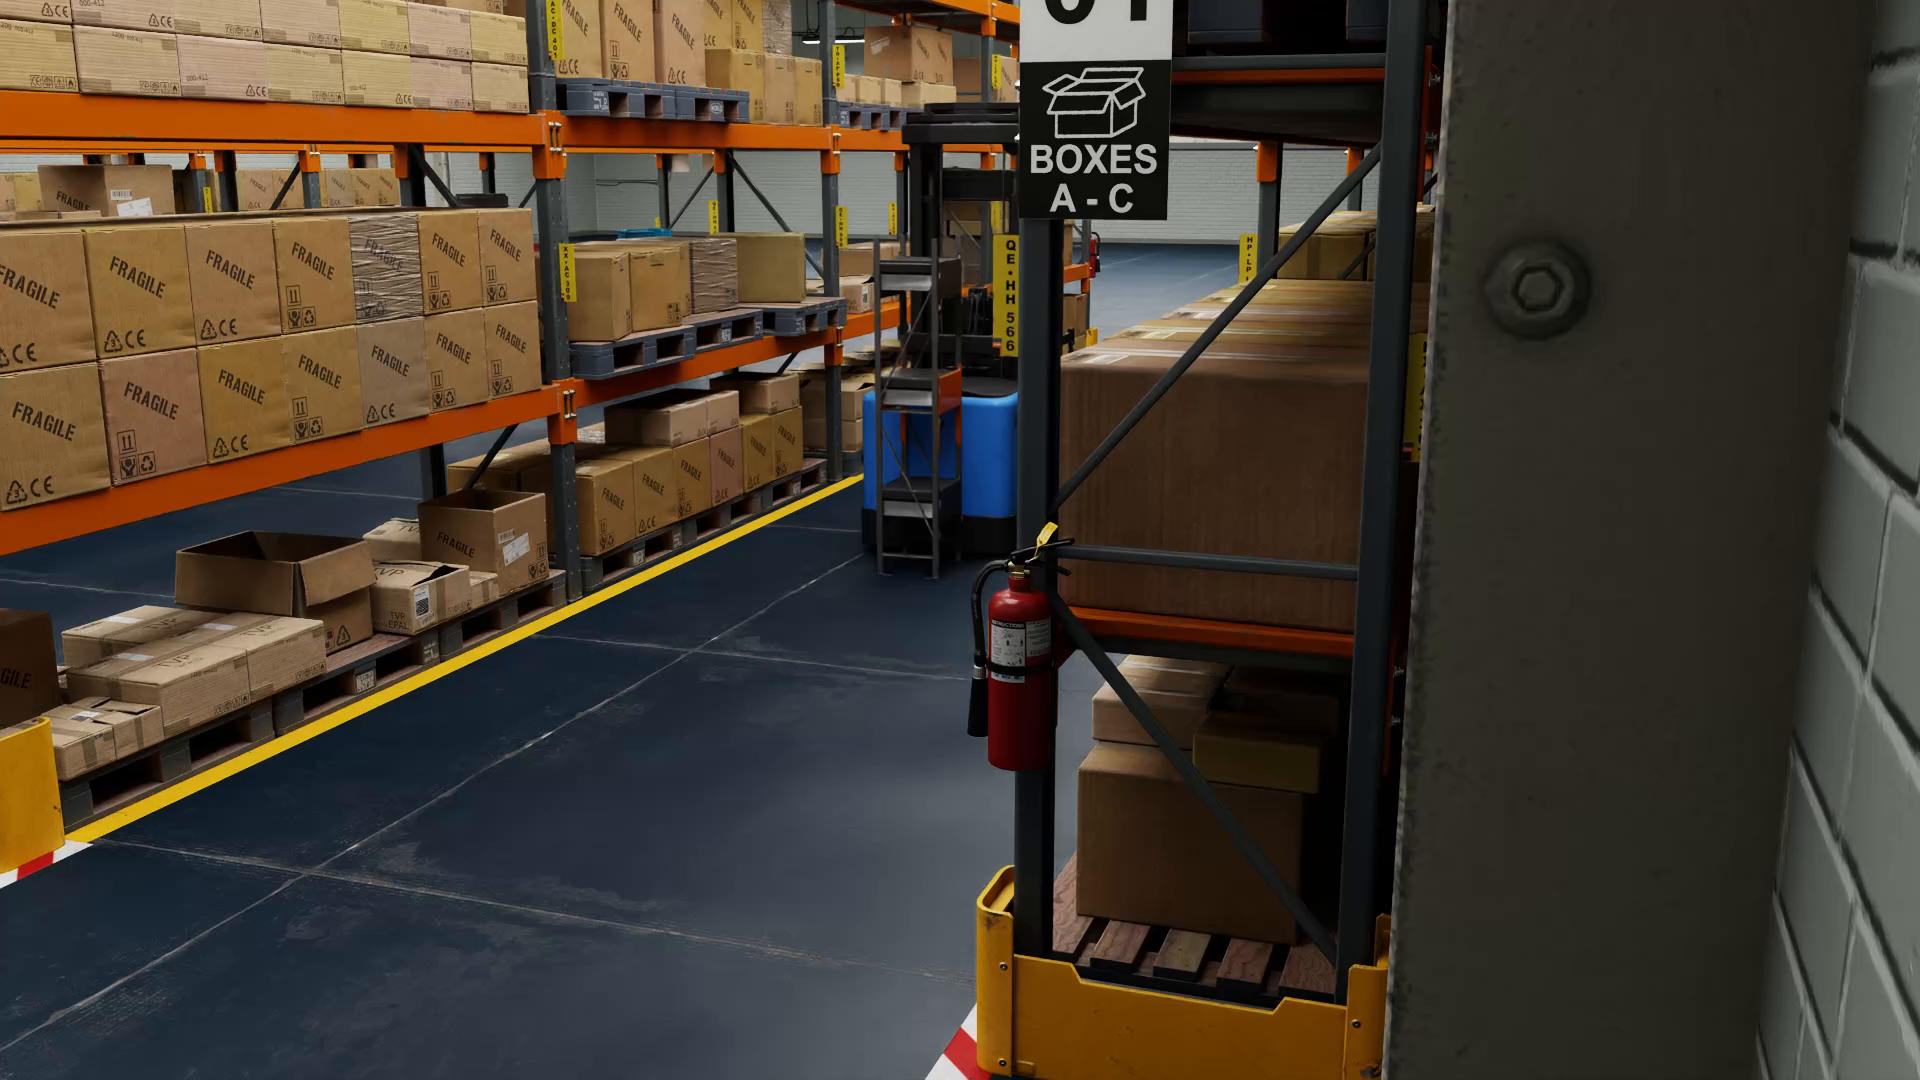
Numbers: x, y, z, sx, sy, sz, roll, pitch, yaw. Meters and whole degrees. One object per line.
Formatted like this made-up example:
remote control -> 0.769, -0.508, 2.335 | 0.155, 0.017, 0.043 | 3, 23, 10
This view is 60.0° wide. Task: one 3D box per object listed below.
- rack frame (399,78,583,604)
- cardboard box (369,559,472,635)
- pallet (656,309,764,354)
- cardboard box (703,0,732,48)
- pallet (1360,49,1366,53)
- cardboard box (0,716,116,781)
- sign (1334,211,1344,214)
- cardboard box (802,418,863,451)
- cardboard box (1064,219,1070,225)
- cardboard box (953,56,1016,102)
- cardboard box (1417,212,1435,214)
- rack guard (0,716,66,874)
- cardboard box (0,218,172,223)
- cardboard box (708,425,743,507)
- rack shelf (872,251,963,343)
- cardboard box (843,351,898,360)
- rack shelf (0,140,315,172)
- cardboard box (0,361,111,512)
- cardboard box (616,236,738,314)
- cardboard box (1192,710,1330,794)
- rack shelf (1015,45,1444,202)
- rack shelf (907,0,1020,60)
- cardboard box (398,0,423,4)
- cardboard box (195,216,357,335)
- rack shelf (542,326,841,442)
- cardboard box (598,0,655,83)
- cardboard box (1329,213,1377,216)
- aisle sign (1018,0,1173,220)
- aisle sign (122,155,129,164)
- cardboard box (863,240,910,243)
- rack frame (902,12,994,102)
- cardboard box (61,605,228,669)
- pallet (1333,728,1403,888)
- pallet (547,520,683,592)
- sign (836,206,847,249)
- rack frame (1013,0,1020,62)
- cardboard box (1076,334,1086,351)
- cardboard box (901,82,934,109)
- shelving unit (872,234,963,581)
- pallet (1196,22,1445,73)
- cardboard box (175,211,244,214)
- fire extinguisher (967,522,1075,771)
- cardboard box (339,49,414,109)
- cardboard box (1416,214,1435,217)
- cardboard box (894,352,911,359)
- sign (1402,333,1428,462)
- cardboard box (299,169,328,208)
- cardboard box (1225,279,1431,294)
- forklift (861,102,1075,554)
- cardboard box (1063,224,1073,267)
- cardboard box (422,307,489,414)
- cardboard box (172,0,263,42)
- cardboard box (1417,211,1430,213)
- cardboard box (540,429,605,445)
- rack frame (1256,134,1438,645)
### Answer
rack frame -> -2.748, -1.134, 9.706 | 1.000, 3.000, 0.127 | 4, 14, 18
cardboard box -> -2.906, 0.261, 8.649 | 0.500, 0.311, 0.500 | 4, 14, 18
pallet -> -2.078, -1.472, 11.621 | 1.003, 0.211, 1.213 | 4, 14, 18
cardboard box -> -1.931, -3.668, 11.598 | 0.500, 0.500, 0.500 | 4, 14, 18
pallet -> 1.666, -2.025, 7.071 | 1.003, 0.211, 1.213 | 4, 14, 18
cardboard box -> -3.581, 0.821, 6.562 | 0.380, 0.149, 0.250 | 4, 14, 18
sign -> 2.719, -2.183, 11.879 | 0.100, 0.325, 0.005 | 4, 14, 18
cardboard box -> -1.006, -0.929, 14.045 | 0.500, 0.250, 0.500 | 4, 14, 18
cardboard box -> 1.108, -3.876, 20.038 | 0.380, 0.149, 0.250 | 5, 14, 20
cardboard box -> 0.253, -4.689, 17.060 | 0.500, 0.500, 0.500 | 6, 14, 23
cardboard box -> 3.334, -2.075, 11.206 | 0.500, 0.250, 0.500 | 5, 14, 20
rack guard -> -4.017, 0.911, 6.364 | 1.175, 0.500, 0.348 | 4, 14, 18
cardboard box -> -3.832, -1.157, 7.337 | 0.500, 0.500, 0.500 | 5, 14, 20
cardboard box -> -1.866, -0.538, 11.725 | 0.500, 0.500, 0.500 | 4, 13, 16
rack shelf -> -0.256, -1.506, 10.276 | 0.431, 0.518, 0.480 | 4, 13, 16
cardboard box -> -0.862, -1.672, 16.042 | 0.500, 0.311, 0.500 | 4, 13, 17
rack shelf -> -6.786, -3.024, 12.863 | 1.077, 0.370, 4.000 | 4, 14, 18
cardboard box -> -3.649, -0.415, 6.331 | 0.500, 0.500, 0.500 | 5, 14, 20
cardboard box -> -2.027, -1.910, 11.938 | 0.700, 0.500, 0.500 | 7, 15, 29
cardboard box -> 0.927, 0.648, 5.115 | 0.380, 0.149, 0.250 | 4, 14, 19
rack shelf -> 1.294, -1.468, 6.048 | 1.077, 0.370, 4.000 | 4, 14, 18
rack shelf -> 0.488, -5.618, 18.387 | 1.077, 0.370, 4.000 | 4, 14, 18
cardboard box -> -3.165, -2.932, 8.372 | 0.700, 0.500, 0.500 | 4, 14, 18
cardboard box -> -3.157, -1.225, 7.633 | 0.500, 0.500, 0.500 | 4, 14, 18
rack shelf -> -2.101, -1.204, 11.631 | 1.077, 0.370, 4.000 | 4, 14, 18
cardboard box -> -2.320, -3.141, 10.368 | 0.600, 0.600, 0.600 | 4, 14, 18
cardboard box -> 2.671, -1.999, 10.873 | 0.500, 0.250, 0.500 | 4, 14, 18
aisle sign -> 0.339, -1.209, 4.195 | 0.394, 0.787, 0.004 | 4, 14, 18
aisle sign -> -12.591, -6.013, 25.243 | 0.394, 0.787, 0.004 | 4, 14, 18
cardboard box -> -0.594, -2.595, 15.885 | 0.500, 0.500, 0.500 | 5, 14, 22
rack frame -> -0.159, -5.743, 16.418 | 1.000, 3.000, 0.127 | 4, 14, 18
cardboard box -> -3.763, 0.505, 7.719 | 0.500, 0.250, 0.500 | 4, 14, 18
pallet -> 1.228, 0.994, 6.651 | 1.003, 0.211, 1.213 | 4, 14, 18
pallet -> -2.520, 0.052, 10.778 | 1.003, 0.211, 1.213 | 4, 14, 18
sign -> -0.937, -2.465, 13.113 | 0.100, 0.325, 0.005 | 4, 14, 18
rack frame -> 1.135, -6.585, 20.108 | 1.000, 3.000, 0.127 | 4, 14, 18
cardboard box -> 1.241, -2.390, 20.447 | 0.500, 0.250, 0.500 | 4, 14, 18
cardboard box -> -0.543, -4.167, 15.649 | 0.500, 0.250, 0.500 | 3, 13, 13
shelving unit -> -0.256, -0.837, 10.429 | 0.431, 2.100, 0.503 | 4, 13, 16
pallet -> 1.270, -1.769, 5.949 | 1.003, 0.211, 1.213 | 4, 14, 18
cardboard box -> -9.327, -3.816, 20.565 | 0.875, 0.500, 0.500 | 4, 14, 18
fire extinguisher -> 0.161, 0.283, 4.513 | 0.296, 0.674, 0.183 | 4, 14, 18
cardboard box -> -2.979, -2.191, 7.934 | 0.500, 0.250, 0.500 | 4, 14, 18
cardboard box -> 3.163, -1.966, 10.730 | 0.500, 0.250, 0.500 | 4, 13, 17
cardboard box -> -0.345, -1.635, 15.877 | 0.500, 0.311, 0.500 | 4, 14, 18
sign -> 1.170, -0.355, 4.171 | 0.100, 0.325, 0.005 | 4, 14, 18
cardboard box -> -8.671, -4.606, 21.781 | 0.500, 0.500, 0.500 | 4, 14, 18
cardboard box -> 1.750, -0.811, 7.618 | 0.980, 0.700, 0.700 | 5, 14, 19
forklift -> 0.260, -1.620, 11.991 | 1.130, 2.935, 3.031 | 4, 13, 16
cardboard box -> 0.972, -3.612, 20.338 | 0.700, 0.500, 0.500 | 4, 14, 18
cardboard box -> -2.832, -0.950, 8.676 | 0.500, 0.500, 0.500 | 5, 14, 20
cardboard box -> -3.305, -2.224, 6.957 | 0.500, 0.250, 0.500 | 4, 14, 18
cardboard box -> 4.546, -2.992, 16.453 | 0.500, 0.500, 0.500 | 4, 14, 18
cardboard box -> -2.529, -0.463, 11.396 | 0.500, 0.500, 0.500 | 5, 14, 19
rack frame -> 1.941, -0.778, 8.146 | 1.000, 3.000, 0.127 | 4, 14, 18
